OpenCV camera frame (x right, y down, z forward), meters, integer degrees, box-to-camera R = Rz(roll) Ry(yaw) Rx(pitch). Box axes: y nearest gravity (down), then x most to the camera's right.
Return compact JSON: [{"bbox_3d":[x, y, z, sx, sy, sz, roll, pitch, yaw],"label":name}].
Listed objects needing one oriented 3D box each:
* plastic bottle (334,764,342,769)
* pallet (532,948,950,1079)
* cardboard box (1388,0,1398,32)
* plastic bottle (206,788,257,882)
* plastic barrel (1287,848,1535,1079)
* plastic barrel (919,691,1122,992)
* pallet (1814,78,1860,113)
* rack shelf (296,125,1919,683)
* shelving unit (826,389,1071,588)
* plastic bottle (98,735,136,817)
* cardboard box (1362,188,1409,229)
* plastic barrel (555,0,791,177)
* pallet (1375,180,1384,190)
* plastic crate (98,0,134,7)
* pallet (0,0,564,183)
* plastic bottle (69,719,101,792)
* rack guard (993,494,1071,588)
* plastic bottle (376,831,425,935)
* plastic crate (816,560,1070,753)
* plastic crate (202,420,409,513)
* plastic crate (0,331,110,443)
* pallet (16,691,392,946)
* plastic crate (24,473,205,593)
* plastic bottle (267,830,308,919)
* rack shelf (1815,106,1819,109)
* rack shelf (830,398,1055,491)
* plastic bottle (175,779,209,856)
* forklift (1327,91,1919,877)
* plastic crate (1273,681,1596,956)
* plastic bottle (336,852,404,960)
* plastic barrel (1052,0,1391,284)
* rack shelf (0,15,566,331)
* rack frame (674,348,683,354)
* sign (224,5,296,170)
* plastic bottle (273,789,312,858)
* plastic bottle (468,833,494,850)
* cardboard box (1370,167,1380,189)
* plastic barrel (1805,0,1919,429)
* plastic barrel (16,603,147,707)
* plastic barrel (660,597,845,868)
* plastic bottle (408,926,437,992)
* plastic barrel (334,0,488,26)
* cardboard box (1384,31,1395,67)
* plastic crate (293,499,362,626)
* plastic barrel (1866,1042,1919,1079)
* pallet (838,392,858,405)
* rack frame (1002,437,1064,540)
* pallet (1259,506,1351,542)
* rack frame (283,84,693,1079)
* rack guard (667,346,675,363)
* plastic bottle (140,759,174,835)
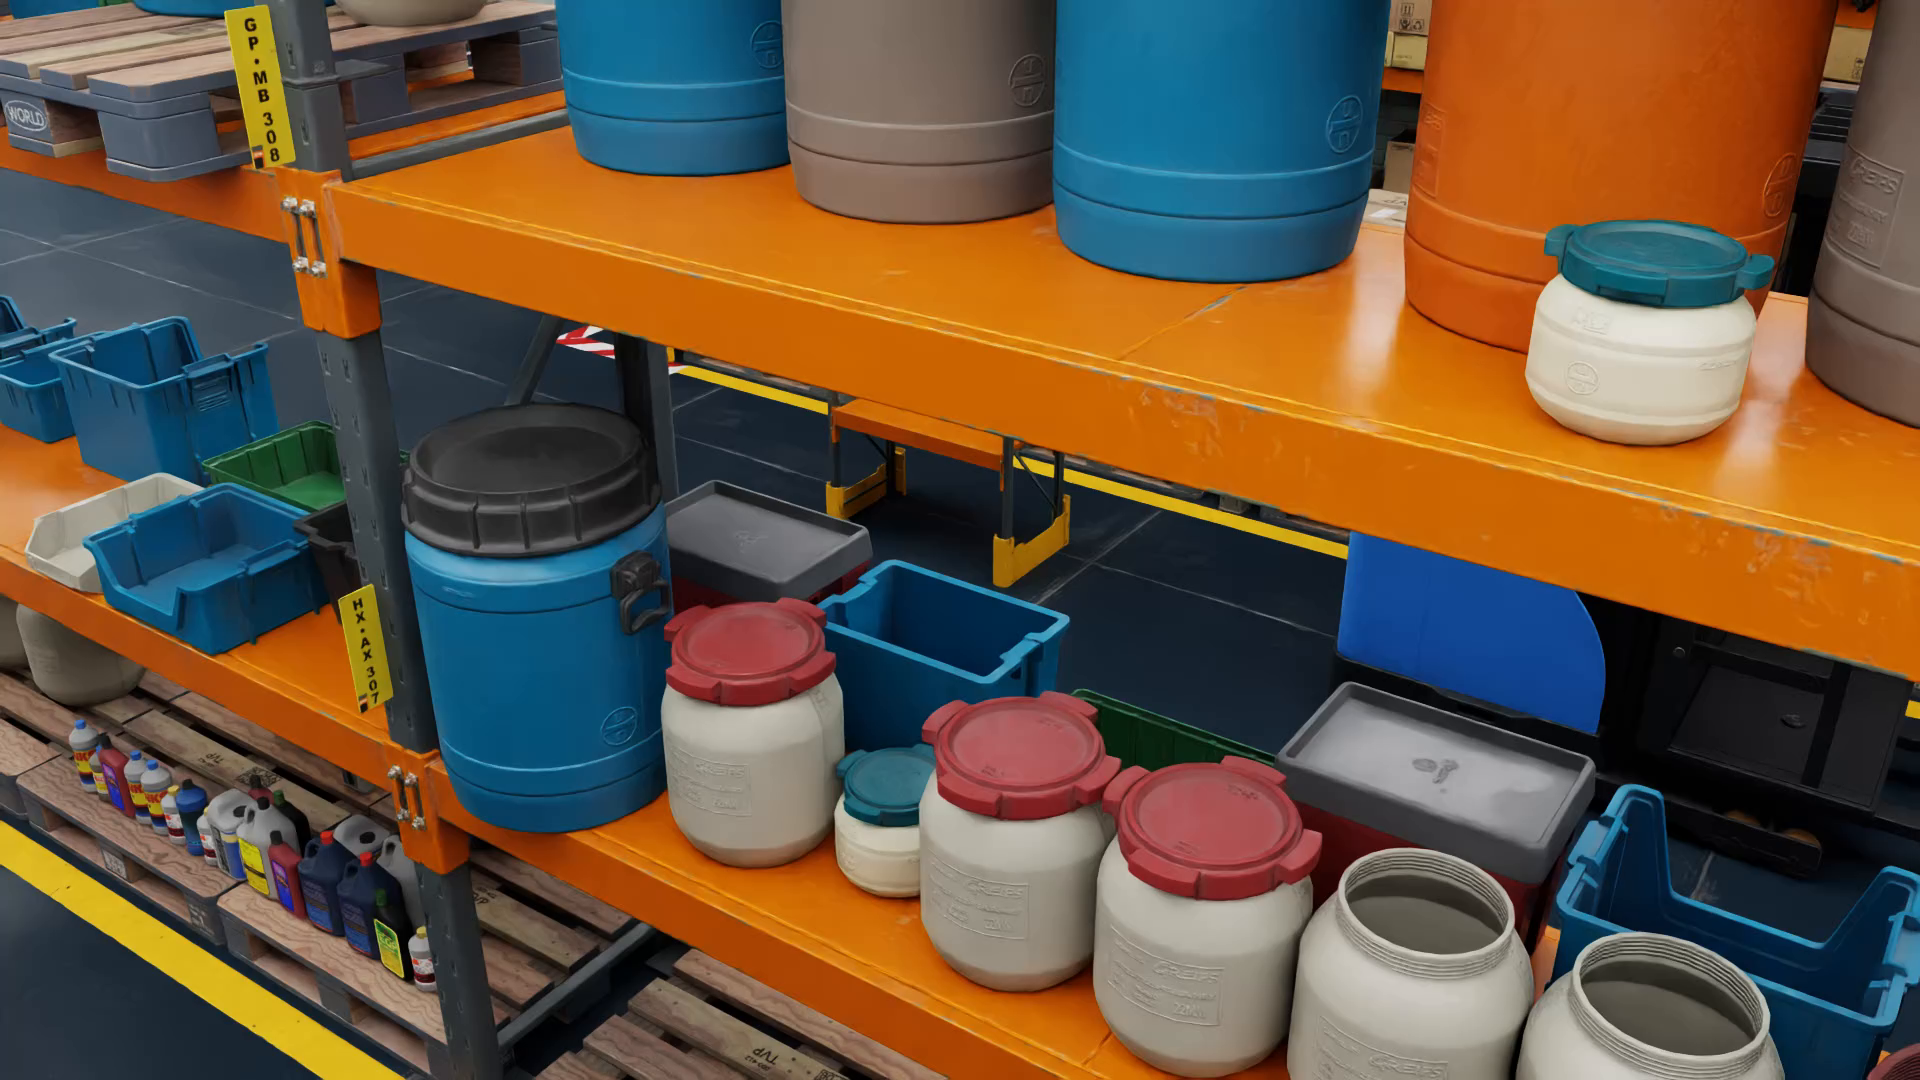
[{"bbox_3d":[-2.267,0.730,6.109,0.097,0.201,0.097,0,27,0],"label":"plastic bottle"},{"bbox_3d":[-0.476,1.620,4.833,1.213,0.211,1.003,17,32,30],"label":"pallet"},{"bbox_3d":[3.075,-4.055,12.227,0.500,0.500,0.500,16,31,29],"label":"cardboard box"},{"bbox_3d":[-2.395,0.975,5.545,0.135,0.276,0.152,18,32,31],"label":"plastic bottle"},{"bbox_3d":[0.836,0.875,3.100,0.421,0.512,0.421,0,27,0],"label":"plastic barrel"},{"bbox_3d":[0.124,0.646,3.524,0.433,0.535,0.433,0,27,0],"label":"plastic barrel"},{"bbox_3d":[6.106,-2.894,10.841,1.213,0.211,1.003,17,32,30],"label":"pallet"},{"bbox_3d":[0.503,-0.312,3.042,4.000,0.370,1.077,17,32,30],"label":"rack shelf"},{"bbox_3d":[-0.063,-0.688,7.948,1.083,1.500,0.587,17,32,30],"label":"shelving unit"},{"bbox_3d":[-2.948,0.825,5.832,0.133,0.283,0.061,18,32,31],"label":"plastic bottle"},{"bbox_3d":[2.093,-1.484,8.023,0.500,0.250,0.500,20,33,33],"label":"cardboard box"},{"bbox_3d":[-0.603,-1.320,3.677,0.708,0.901,0.600,17,32,30],"label":"plastic barrel"},{"bbox_3d":[2.880,-2.743,13.407,1.213,0.211,1.003,17,32,30],"label":"pallet"},{"bbox_3d":[-2.292,-1.559,4.933,0.450,0.188,0.336,17,32,30],"label":"plastic crate"},{"bbox_3d":[-1.795,-1.211,4.223,1.003,0.211,1.213,17,32,30],"label":"pallet"},{"bbox_3d":[-3.124,0.765,5.962,0.097,0.271,0.097,0,27,0],"label":"plastic bottle"},{"bbox_3d":[0.348,-0.003,7.980,0.087,0.250,0.587,17,32,30],"label":"rack guard"},{"bbox_3d":[-1.758,1.063,5.289,0.185,0.351,0.144,17,32,30],"label":"plastic bottle"},{"bbox_3d":[-0.060,0.364,4.244,0.575,0.384,0.392,17,32,30],"label":"plastic crate"},{"bbox_3d":[-2.104,-0.169,5.509,0.662,0.188,0.450,17,32,30],"label":"plastic crate"},{"bbox_3d":[-3.328,-0.585,6.256,0.408,0.251,0.499,17,32,30],"label":"plastic crate"},{"bbox_3d":[-2.685,0.932,6.186,1.213,0.211,1.003,17,32,30],"label":"pallet"},{"bbox_3d":[-2.627,-0.014,5.262,0.437,0.136,0.530,17,32,30],"label":"plastic crate"},{"bbox_3d":[-2.155,1.072,5.347,0.133,0.283,0.061,20,33,34],"label":"plastic bottle"},{"bbox_3d":[6.112,-2.679,11.001,4.000,0.370,1.077,17,32,30],"label":"rack shelf"},{"bbox_3d":[-0.070,-0.530,8.034,1.000,0.185,0.538,17,32,30],"label":"rack shelf"},{"bbox_3d":[-2.592,0.931,5.637,0.097,0.271,0.097,0,27,0],"label":"plastic bottle"},{"bbox_3d":[3.012,-0.387,5.779,3.031,2.935,1.130,17,32,30],"label":"forklift"},{"bbox_3d":[0.993,0.660,3.576,0.583,0.464,0.402,17,32,30],"label":"plastic crate"},{"bbox_3d":[-1.839,1.117,5.183,0.185,0.351,0.144,16,31,29],"label":"plastic bottle"},{"bbox_3d":[0.475,-0.985,3.017,0.708,0.901,0.600,17,32,30],"label":"plastic barrel"},{"bbox_3d":[-2.794,-1.339,5.061,4.000,0.370,1.077,17,32,30],"label":"rack shelf"},{"bbox_3d":[-1.635,-2.688,10.224,0.127,3.000,1.000,17,32,30],"label":"rack frame"},{"bbox_3d":[-1.466,-0.948,3.488,0.005,0.325,0.100,17,32,30],"label":"sign"},{"bbox_3d":[-2.227,0.970,5.546,0.133,0.283,0.061,17,32,30],"label":"plastic bottle"},{"bbox_3d":[-1.657,0.866,5.676,0.185,0.351,0.144,17,32,30],"label":"plastic bottle"},{"bbox_3d":[3.157,-2.857,13.215,0.250,0.149,0.380,15,30,26],"label":"cardboard box"},{"bbox_3d":[1.598,-0.635,2.330,0.600,0.901,0.600,0,27,0],"label":"plastic barrel"},{"bbox_3d":[-3.443,0.354,6.527,0.421,0.512,0.421,0,27,0],"label":"plastic barrel"},{"bbox_3d":[-0.481,0.457,3.894,0.433,0.535,0.433,0,27,0],"label":"plastic barrel"},{"bbox_3d":[-1.621,1.265,5.058,0.097,0.201,0.097,0,27,0],"label":"plastic bottle"},{"bbox_3d":[-1.389,-1.567,4.129,0.421,0.512,0.421,0,27,0],"label":"plastic barrel"},{"bbox_3d":[3.072,-3.718,12.392,0.500,0.250,0.500,17,32,30],"label":"cardboard box"},{"bbox_3d":[-1.505,0.036,4.940,0.504,0.338,0.767,17,32,30],"label":"plastic crate"},{"bbox_3d":[1.598,1.151,2.531,0.708,0.536,0.600,17,32,30],"label":"plastic barrel"},{"bbox_3d":[0.021,-0.951,9.885,1.213,0.211,1.003,17,32,30],"label":"pallet"},{"bbox_3d":[0.349,-0.560,7.696,0.032,1.500,0.500,17,32,30],"label":"rack frame"},{"bbox_3d":[2.292,-0.243,8.495,1.213,0.211,1.003,17,32,30],"label":"pallet"},{"bbox_3d":[-1.145,0.190,4.569,0.127,3.000,1.000,17,32,30],"label":"rack frame"},{"bbox_3d":[-1.655,-1.580,10.803,0.348,0.500,1.175,17,32,30],"label":"rack guard"},{"bbox_3d":[-2.759,0.879,5.739,0.097,0.271,0.097,0,27,0],"label":"plastic bottle"}]
